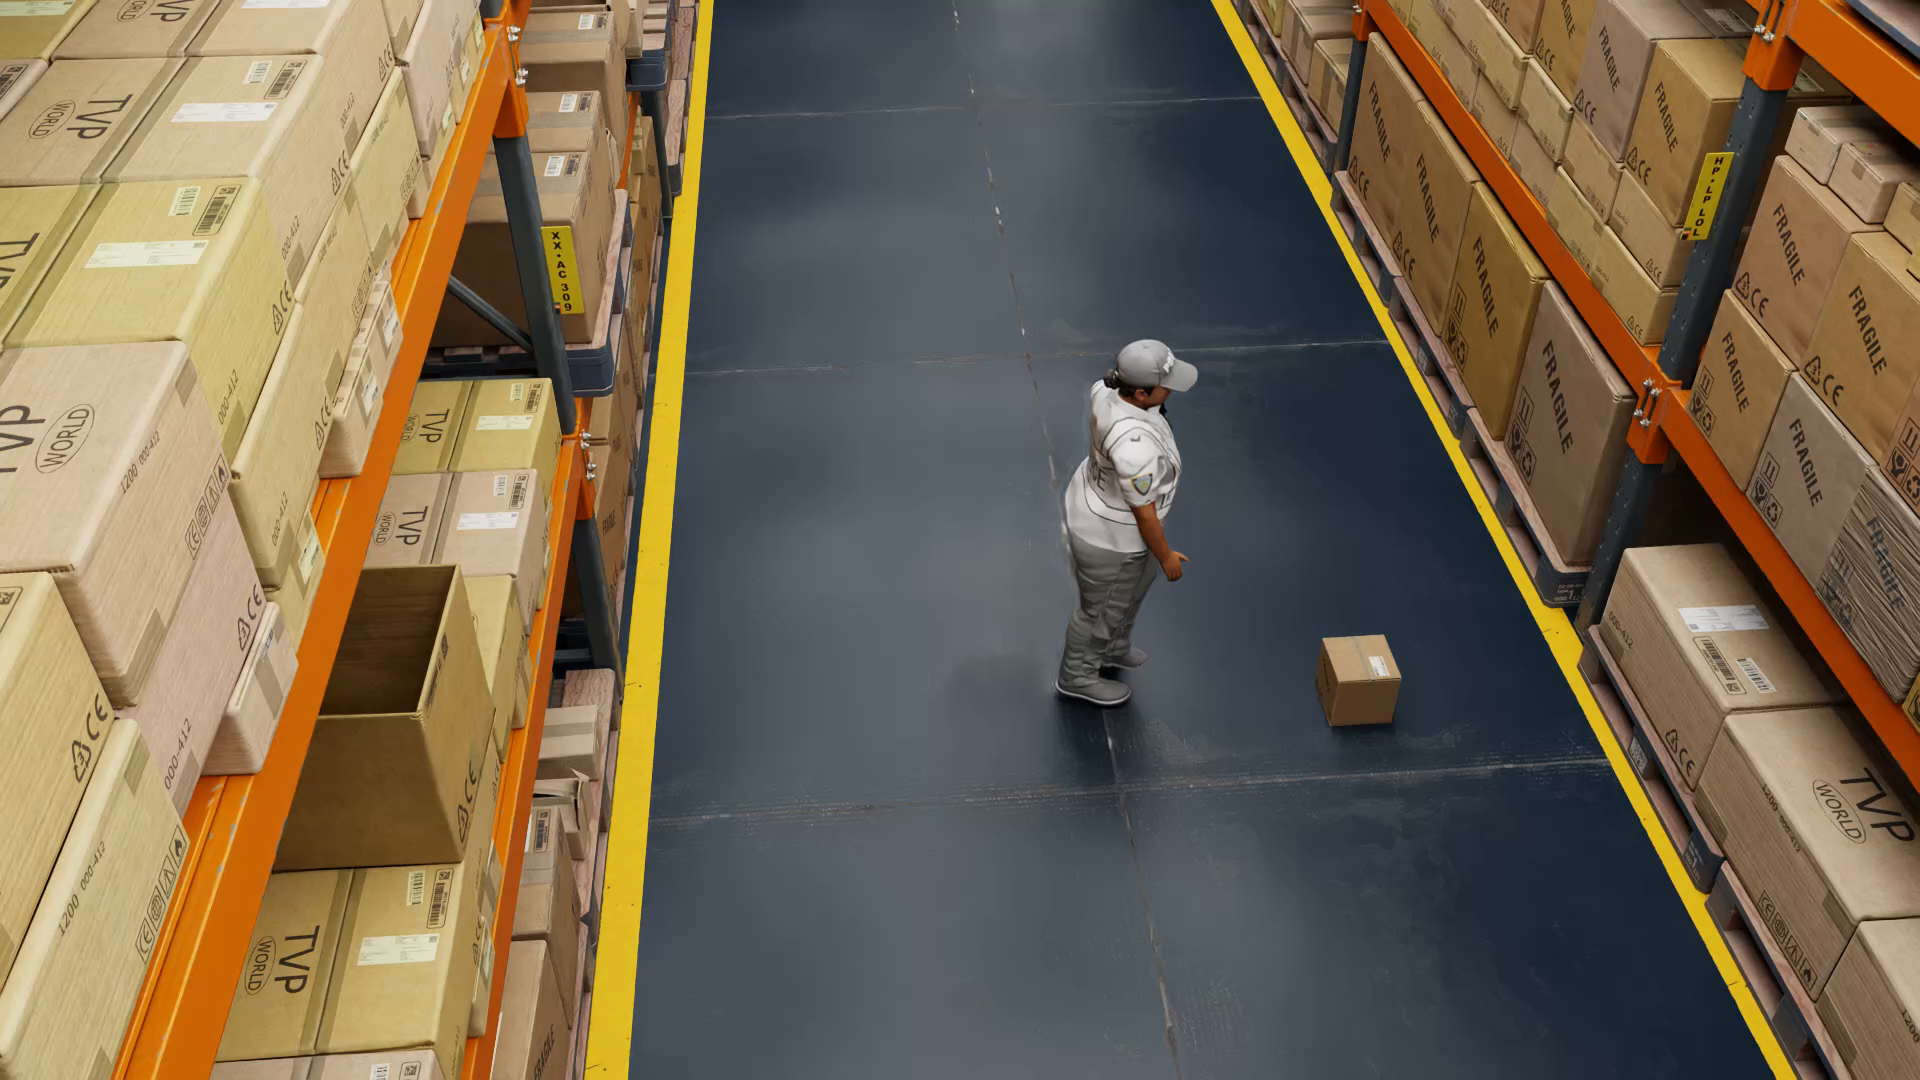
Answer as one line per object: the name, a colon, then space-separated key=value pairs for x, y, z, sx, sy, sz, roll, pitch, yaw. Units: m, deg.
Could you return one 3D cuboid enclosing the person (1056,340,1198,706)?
person: x=0.613 y=-0.027 z=6.204 sx=0.458 sy=1.717 sz=0.496 roll=0 pitch=39 yaw=0
